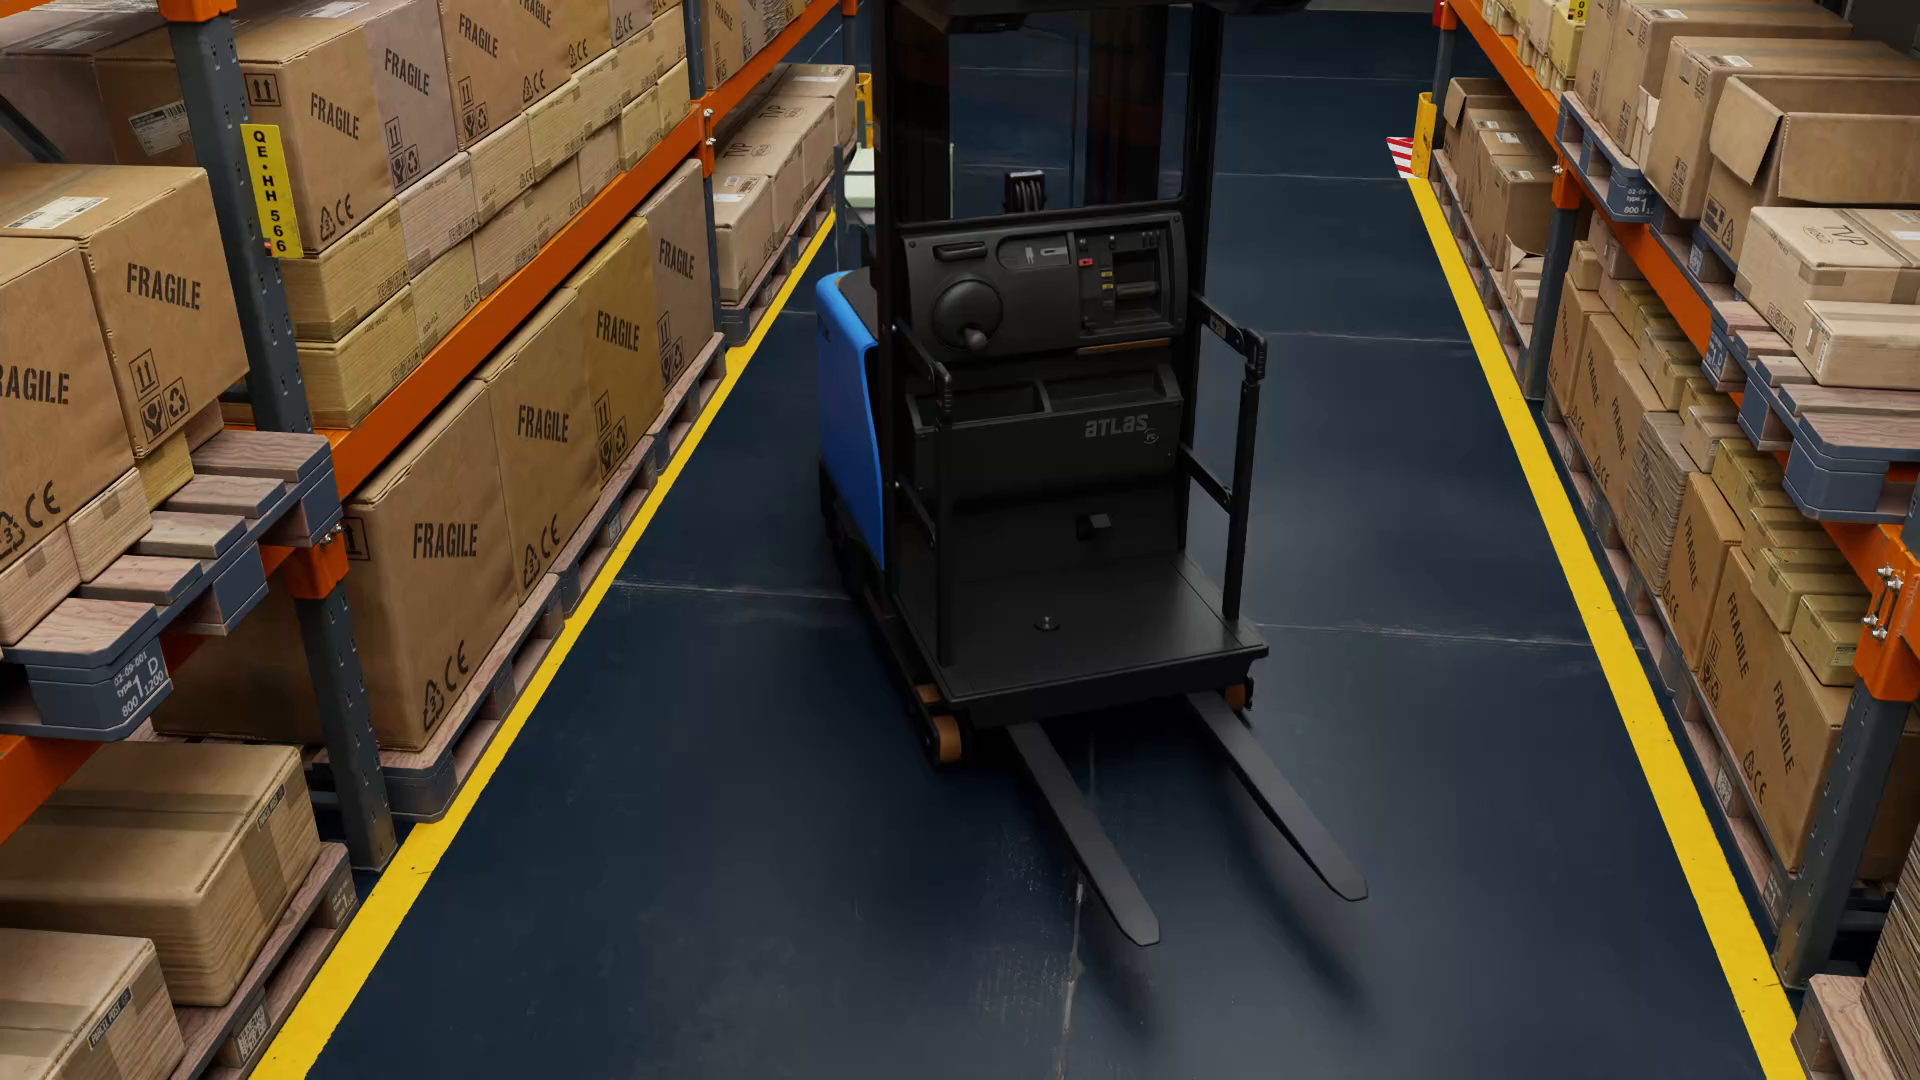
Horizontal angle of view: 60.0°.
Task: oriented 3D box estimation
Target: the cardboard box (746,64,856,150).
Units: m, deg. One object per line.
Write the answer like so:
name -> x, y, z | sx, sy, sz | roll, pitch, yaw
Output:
cardboard box -> -1.200, -2.895, 11.220 | 0.875, 0.438, 0.875 | 2, 28, 4

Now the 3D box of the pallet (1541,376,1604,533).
pallet -> 3.156, -0.373, 7.219 | 1.003, 0.211, 1.213 | 3, 28, 6

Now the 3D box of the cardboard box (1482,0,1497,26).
cardboard box -> 3.189, -3.015, 9.449 | 0.380, 0.149, 0.250 | 3, 28, 5

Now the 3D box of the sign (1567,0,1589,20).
sign -> 2.679, -2.394, 7.119 | 0.100, 0.325, 0.005 | 3, 28, 6

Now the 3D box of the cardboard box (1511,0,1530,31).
cardboard box -> 3.160, -2.775, 8.582 | 0.500, 0.250, 0.500 | 3, 28, 6

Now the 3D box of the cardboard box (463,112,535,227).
cardboard box -> -1.753, -1.244, 5.528 | 0.500, 0.250, 0.500 | 3, 28, 6

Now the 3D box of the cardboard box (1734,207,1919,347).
cardboard box -> 2.536, -0.737, 4.670 | 0.500, 0.250, 0.500 | 2, 28, 4

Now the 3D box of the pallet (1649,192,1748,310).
pallet -> 2.962, -0.934, 5.523 | 1.003, 0.211, 1.213 | 3, 28, 6

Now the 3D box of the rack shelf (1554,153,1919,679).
rack shelf -> 2.974, -0.727, 5.696 | 1.077, 0.370, 4.000 | 3, 28, 6

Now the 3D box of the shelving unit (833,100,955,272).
shelving unit -> -0.262, -1.023, 7.068 | 0.431, 1.500, 0.755 | 2, 28, 3

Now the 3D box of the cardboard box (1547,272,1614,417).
cardboard box -> 2.936, -0.855, 7.367 | 0.500, 0.500, 0.500 | 5, 29, 8

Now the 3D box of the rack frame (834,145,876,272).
rack frame -> -0.286, -0.850, 6.746 | 0.400, 1.500, 0.023 | 2, 28, 3

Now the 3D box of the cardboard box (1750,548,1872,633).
cardboard box -> 2.540, 0.150, 4.818 | 0.380, 0.149, 0.250 | 2, 28, 4

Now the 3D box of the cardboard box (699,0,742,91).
cardboard box -> -1.391, -2.522, 8.163 | 0.500, 0.500, 0.500 | 4, 29, 8

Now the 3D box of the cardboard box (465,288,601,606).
cardboard box -> -1.918, -0.379, 6.087 | 0.875, 0.875, 0.875 | 4, 29, 7

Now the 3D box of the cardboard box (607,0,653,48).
cardboard box -> -1.570, -2.287, 6.673 | 0.500, 0.500, 0.500 | 4, 29, 7

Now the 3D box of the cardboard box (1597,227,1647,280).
cardboard box -> 2.926, -1.208, 7.024 | 0.380, 0.149, 0.250 | 2, 28, 4

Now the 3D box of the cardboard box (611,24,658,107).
cardboard box -> -1.575, -1.969, 6.873 | 0.500, 0.250, 0.500 | 4, 29, 7

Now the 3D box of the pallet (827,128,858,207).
pallet -> -1.238, -2.546, 11.254 | 1.003, 0.211, 1.213 | 3, 28, 6

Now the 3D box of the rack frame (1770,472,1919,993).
rack frame -> 2.728, -0.102, 3.777 | 1.000, 3.000, 0.127 | 3, 28, 6

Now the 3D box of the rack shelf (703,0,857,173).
rack shelf -> -1.463, -2.897, 9.723 | 1.077, 0.370, 4.000 | 3, 28, 6

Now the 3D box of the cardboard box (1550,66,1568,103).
cardboard box -> 3.017, -2.163, 7.868 | 0.380, 0.149, 0.250 | 4, 29, 8

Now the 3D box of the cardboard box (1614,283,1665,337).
cardboard box -> 2.933, -0.946, 6.851 | 0.380, 0.149, 0.250 | 2, 28, 4

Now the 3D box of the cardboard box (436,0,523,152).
cardboard box -> -1.765, -1.568, 5.338 | 0.500, 0.500, 0.500 | 4, 29, 8

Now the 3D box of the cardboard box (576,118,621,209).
cardboard box -> -1.657, -1.504, 6.537 | 0.500, 0.250, 0.500 | 3, 28, 5

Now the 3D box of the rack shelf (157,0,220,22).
rack shelf -> -2.443, -0.452, 2.021 | 1.077, 0.370, 4.000 | 3, 28, 6

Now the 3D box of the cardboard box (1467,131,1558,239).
cardboard box -> 3.232, -2.027, 9.543 | 0.500, 0.500, 0.500 | 4, 29, 7

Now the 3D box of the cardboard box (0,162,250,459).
cardboard box -> -1.978, -0.519, 3.689 | 0.500, 0.500, 0.500 | 3, 28, 5

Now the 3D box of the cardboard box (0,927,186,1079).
cardboard box -> -2.360, 1.196, 3.695 | 0.950, 0.372, 0.625 | 3, 28, 5

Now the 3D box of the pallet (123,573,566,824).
pallet -> -2.027, 0.472, 5.652 | 1.003, 0.211, 1.213 | 3, 28, 6

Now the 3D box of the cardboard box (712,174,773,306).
cardboard box -> -1.525, -1.618, 8.850 | 0.875, 0.438, 0.875 | 3, 28, 5

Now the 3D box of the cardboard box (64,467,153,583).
cardboard box -> -1.952, -0.044, 3.491 | 0.380, 0.149, 0.250 | 3, 28, 6

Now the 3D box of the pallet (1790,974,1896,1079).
pallet -> 2.589, 1.510, 3.724 | 1.003, 0.211, 1.213 | 3, 28, 6

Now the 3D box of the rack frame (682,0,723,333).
rack frame -> -1.708, -2.272, 7.805 | 1.000, 3.000, 0.127 | 3, 28, 6

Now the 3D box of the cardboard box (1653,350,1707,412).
cardboard box -> 2.813, -0.584, 6.179 | 0.380, 0.149, 0.250 | 4, 29, 8

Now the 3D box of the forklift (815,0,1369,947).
forklift -> 0.345, -0.771, 5.092 | 1.130, 2.935, 3.031 | -8, 29, -15

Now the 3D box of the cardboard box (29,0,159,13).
cardboard box -> -2.340, -1.374, 4.978 | 0.500, 0.500, 0.500 | 4, 29, 7

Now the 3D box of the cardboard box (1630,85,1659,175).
cardboard box -> 2.668, -1.479, 6.032 | 0.396, 0.266, 0.258 | 5, 29, 9

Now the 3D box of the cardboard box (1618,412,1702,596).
cardboard box -> 2.745, -0.125, 6.013 | 0.500, 0.500, 0.500 | 2, 28, 4

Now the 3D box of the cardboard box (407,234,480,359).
cardboard box -> -1.843, -0.782, 5.196 | 0.500, 0.250, 0.500 | 3, 28, 5

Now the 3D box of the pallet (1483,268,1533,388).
pallet -> 3.304, -1.081, 8.534 | 1.003, 0.211, 1.213 | 3, 28, 6

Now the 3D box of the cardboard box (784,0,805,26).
cardboard box -> -1.195, -3.235, 9.486 | 0.500, 0.500, 0.500 | 4, 29, 8

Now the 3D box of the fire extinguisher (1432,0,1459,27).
fire extinguisher -> 3.268, -3.766, 11.053 | 0.296, 0.674, 0.183 | 3, 28, 6

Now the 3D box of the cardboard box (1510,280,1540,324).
cardboard box -> 2.995, -1.194, 8.367 | 0.380, 0.149, 0.250 | 3, 28, 5

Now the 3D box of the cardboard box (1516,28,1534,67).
cardboard box -> 3.088, -2.531, 8.550 | 0.380, 0.149, 0.250 | 3, 28, 5

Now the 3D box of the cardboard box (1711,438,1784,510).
cardboard box -> 2.724, -0.210, 5.487 | 0.380, 0.149, 0.250 | 3, 28, 5

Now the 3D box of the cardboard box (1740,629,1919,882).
cardboard box -> 2.567, 0.602, 4.663 | 0.500, 0.500, 0.500 | 4, 29, 8
